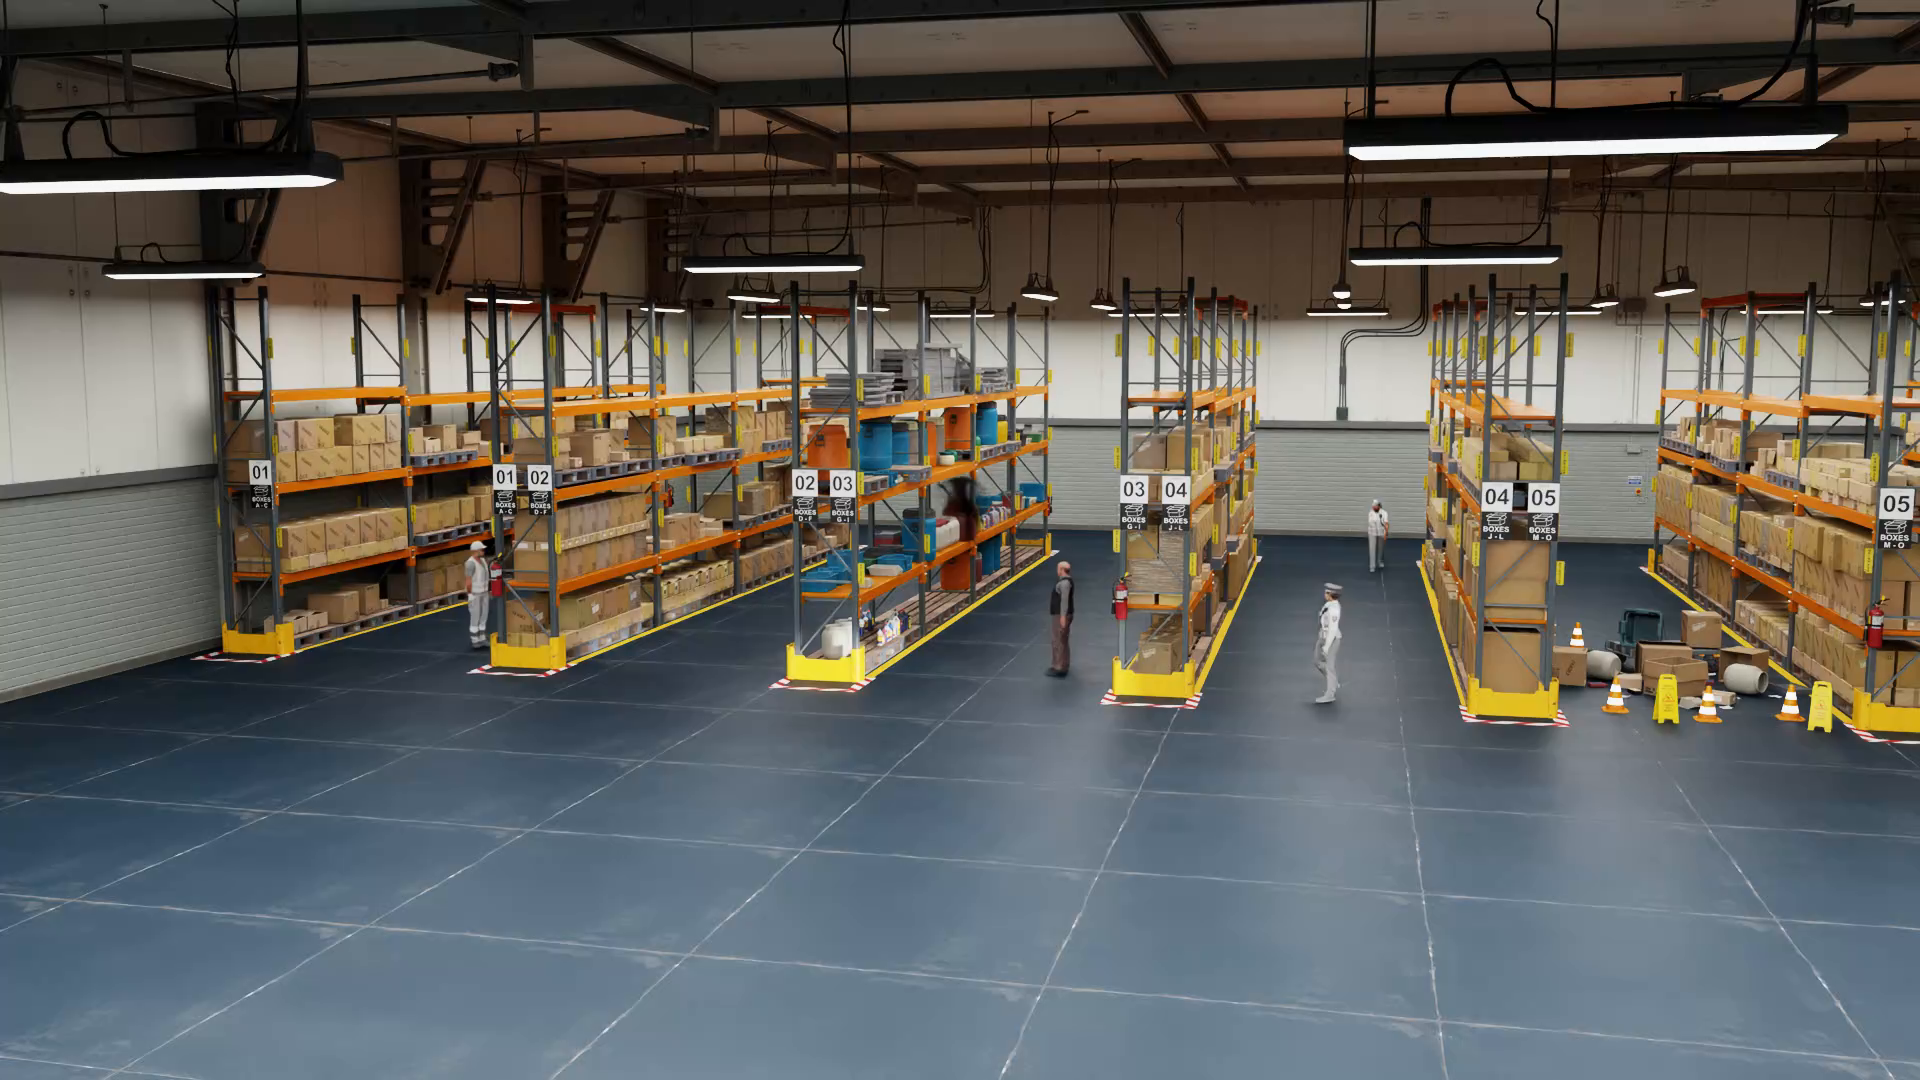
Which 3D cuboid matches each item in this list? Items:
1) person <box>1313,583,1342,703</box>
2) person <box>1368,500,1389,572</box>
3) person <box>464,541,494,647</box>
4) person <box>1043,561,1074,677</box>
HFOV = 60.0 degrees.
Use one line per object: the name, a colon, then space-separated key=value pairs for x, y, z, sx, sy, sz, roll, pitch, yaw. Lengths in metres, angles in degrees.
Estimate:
person: x=5.258 y=1.446 z=23.705 sx=0.454 sy=1.677 sz=0.575 roll=-1 pitch=7 yaw=-5
person: x=9.437 y=-0.112 z=37.536 sx=0.462 sy=1.614 sz=0.986 roll=2 pitch=7 yaw=13
person: x=-8.086 y=0.903 z=27.923 sx=0.364 sy=1.794 sz=0.578 roll=3 pitch=7 yaw=23
person: x=1.545 y=1.209 z=25.680 sx=0.413 sy=1.750 sz=0.653 roll=2 pitch=7 yaw=13
